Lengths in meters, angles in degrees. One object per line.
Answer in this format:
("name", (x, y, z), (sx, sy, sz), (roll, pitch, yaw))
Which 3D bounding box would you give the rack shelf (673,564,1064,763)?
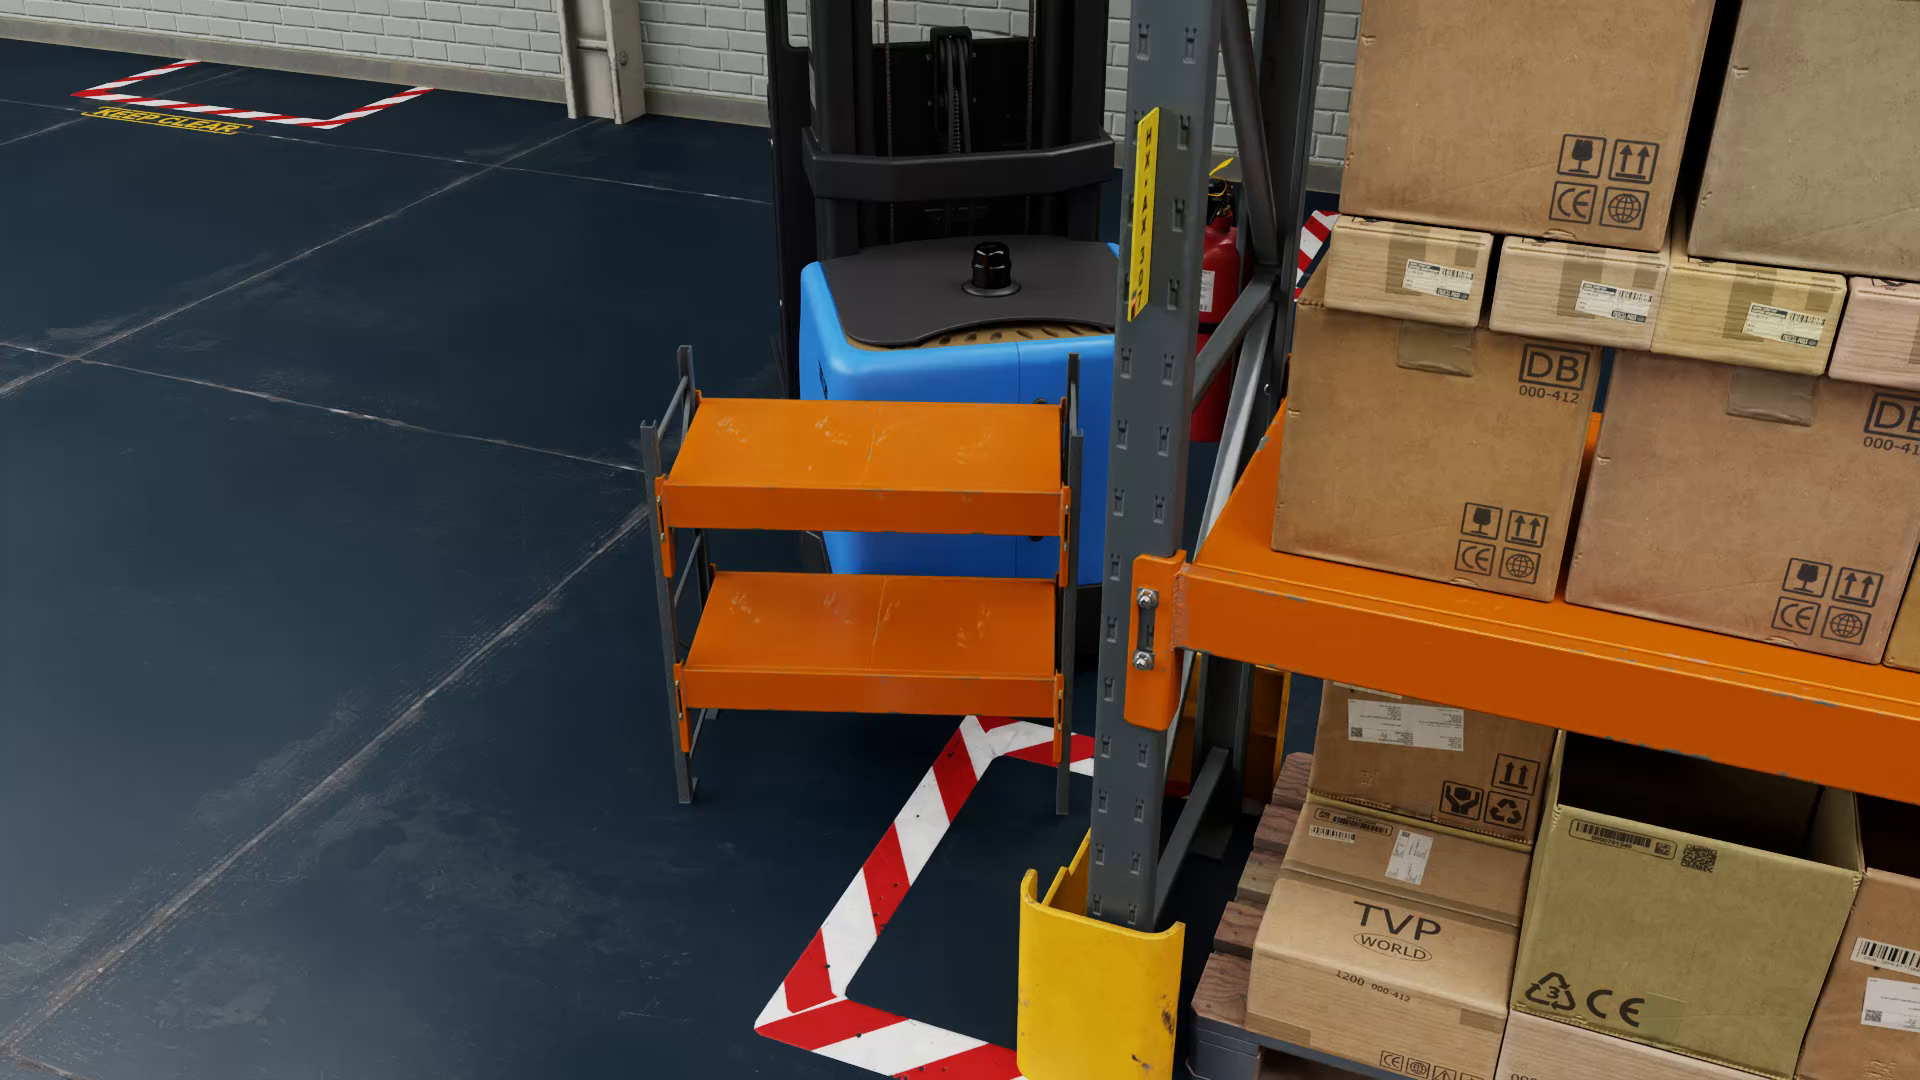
("rack shelf", (-0.223, 0.326, 4.528), (1.000, 0.278, 0.538), (1, 30, 2))

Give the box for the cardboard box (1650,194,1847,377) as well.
("cardboard box", (1.266, -0.418, 2.681), (0.250, 0.149, 0.380), (11, 31, 19))

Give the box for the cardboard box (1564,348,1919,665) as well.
("cardboard box", (1.423, -0.214, 2.979), (0.500, 0.500, 0.700), (12, 32, 20))

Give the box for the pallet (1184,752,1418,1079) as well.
("pallet", (1.231, 0.979, 3.804), (1.213, 0.211, 1.003), (11, 31, 19))

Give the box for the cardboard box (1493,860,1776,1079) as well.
("cardboard box", (1.385, 0.948, 3.392), (0.500, 0.250, 0.500), (11, 31, 19))

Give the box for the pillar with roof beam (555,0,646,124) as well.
("pillar with roof beam", (-3.838, -4.641, 4.815), (0.400, 9.000, 9.100), (11, 31, 19))

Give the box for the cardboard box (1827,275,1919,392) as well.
("cardboard box", (1.499, -0.371, 2.597), (0.250, 0.149, 0.380), (11, 31, 18))

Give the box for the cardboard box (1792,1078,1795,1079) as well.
("cardboard box", (1.848, 1.041, 3.228), (0.500, 0.250, 0.500), (11, 31, 19))

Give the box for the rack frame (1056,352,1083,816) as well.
("rack frame", (0.285, 0.124, 4.387), (0.032, 1.125, 0.500), (1, 30, 2))

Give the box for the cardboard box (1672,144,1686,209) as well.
("cardboard box", (1.413, -0.605, 3.011), (0.250, 0.149, 0.380), (11, 31, 18))

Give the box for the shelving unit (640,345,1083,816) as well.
("shelving unit", (-0.223, 0.113, 4.407), (1.048, 1.125, 0.538), (1, 30, 2))

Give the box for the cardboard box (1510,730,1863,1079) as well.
("cardboard box", (1.384, 0.622, 3.206), (0.500, 0.500, 0.500), (11, 31, 19))

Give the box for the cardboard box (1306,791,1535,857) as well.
("cardboard box", (1.115, 0.621, 3.971), (0.500, 0.250, 0.500), (11, 31, 19))

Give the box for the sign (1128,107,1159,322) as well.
("sign", (0.293, -0.517, 2.656), (0.005, 0.325, 0.100), (11, 31, 19))

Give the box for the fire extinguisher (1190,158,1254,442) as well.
("fire extinguisher", (0.572, -0.558, 3.767), (0.183, 0.674, 0.296), (11, 31, 19))

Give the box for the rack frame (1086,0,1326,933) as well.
("rack frame", (0.507, -0.358, 3.334), (0.127, 3.000, 1.000), (11, 31, 19))

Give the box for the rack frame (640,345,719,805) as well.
("rack frame", (-0.731, 0.101, 4.428), (0.032, 1.125, 0.500), (1, 30, 2))

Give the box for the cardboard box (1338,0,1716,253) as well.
("cardboard box", (0.984, -0.864, 2.810), (0.500, 0.500, 0.700), (11, 31, 19))

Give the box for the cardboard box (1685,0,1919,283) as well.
("cardboard box", (1.473, -0.769, 2.642), (0.500, 0.500, 0.700), (10, 31, 18))

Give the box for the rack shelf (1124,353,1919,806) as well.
("rack shelf", (2.360, 0.325, 2.857), (4.000, 0.370, 1.077), (11, 31, 19))

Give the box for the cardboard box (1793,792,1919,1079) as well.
("cardboard box", (1.853, 0.709, 3.053), (0.500, 0.500, 0.500), (11, 31, 19))

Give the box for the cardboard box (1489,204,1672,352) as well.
("cardboard box", (1.035, -0.465, 2.764), (0.250, 0.149, 0.380), (10, 31, 18))

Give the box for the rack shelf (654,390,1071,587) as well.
("rack shelf", (-0.223, -0.142, 4.263), (1.000, 0.278, 0.538), (1, 30, 2))

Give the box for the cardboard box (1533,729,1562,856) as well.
("cardboard box", (1.583, 0.708, 3.817), (0.500, 0.250, 0.500), (11, 31, 19))

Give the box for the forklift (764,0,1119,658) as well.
("forklift", (-0.116, -1.580, 5.566), (1.130, 2.935, 3.031), (-5, 30, -9))

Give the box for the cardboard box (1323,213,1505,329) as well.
("cardboard box", (0.790, -0.513, 2.848), (0.250, 0.149, 0.380), (11, 31, 19))

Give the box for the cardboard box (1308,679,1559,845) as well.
("cardboard box", (1.116, 0.294, 3.788), (0.500, 0.500, 0.500), (11, 31, 19))

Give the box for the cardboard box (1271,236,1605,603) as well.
("cardboard box", (0.935, -0.309, 3.147), (0.500, 0.500, 0.700), (11, 31, 19))

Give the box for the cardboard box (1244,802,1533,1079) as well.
("cardboard box", (0.920, 0.857, 3.553), (0.500, 0.250, 0.500), (11, 31, 19))

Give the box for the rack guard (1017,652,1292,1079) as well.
("rack guard", (0.485, 0.726, 3.957), (0.348, 0.500, 1.175), (11, 31, 19))

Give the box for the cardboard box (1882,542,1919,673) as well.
("cardboard box", (1.881, -0.120, 2.812), (0.500, 0.500, 0.700), (12, 31, 19))
